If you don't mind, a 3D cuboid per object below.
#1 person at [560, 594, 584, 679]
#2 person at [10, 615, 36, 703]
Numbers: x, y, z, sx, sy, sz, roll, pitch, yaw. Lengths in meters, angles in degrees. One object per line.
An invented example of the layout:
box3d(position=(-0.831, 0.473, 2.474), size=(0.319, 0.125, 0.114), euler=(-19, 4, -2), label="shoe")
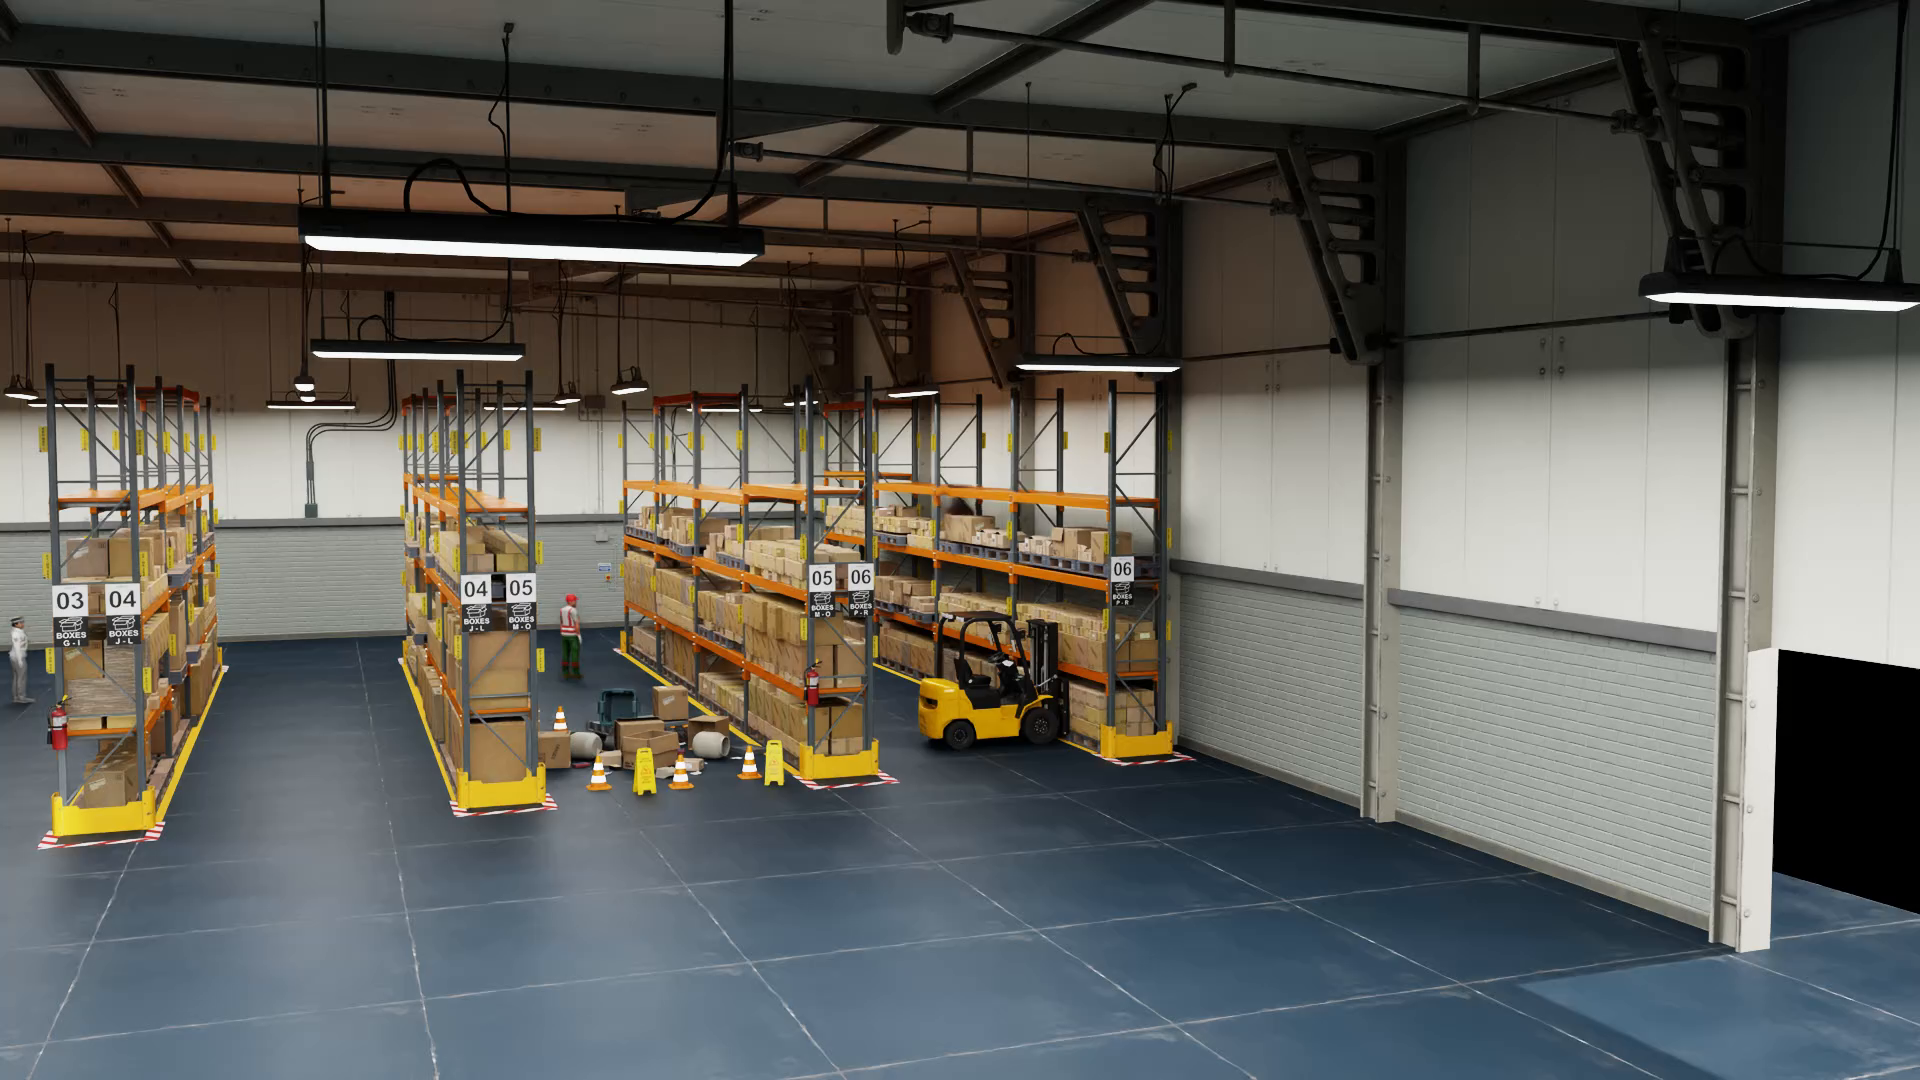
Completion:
box3d(position=(-8.215, 2.038, 35.257), size=(0.607, 1.793, 0.412), euler=(3, 4, 37), label="person")
box3d(position=(-18.007, 2.283, 31.922), size=(0.401, 1.683, 0.539), euler=(-2, 4, -33), label="person")
